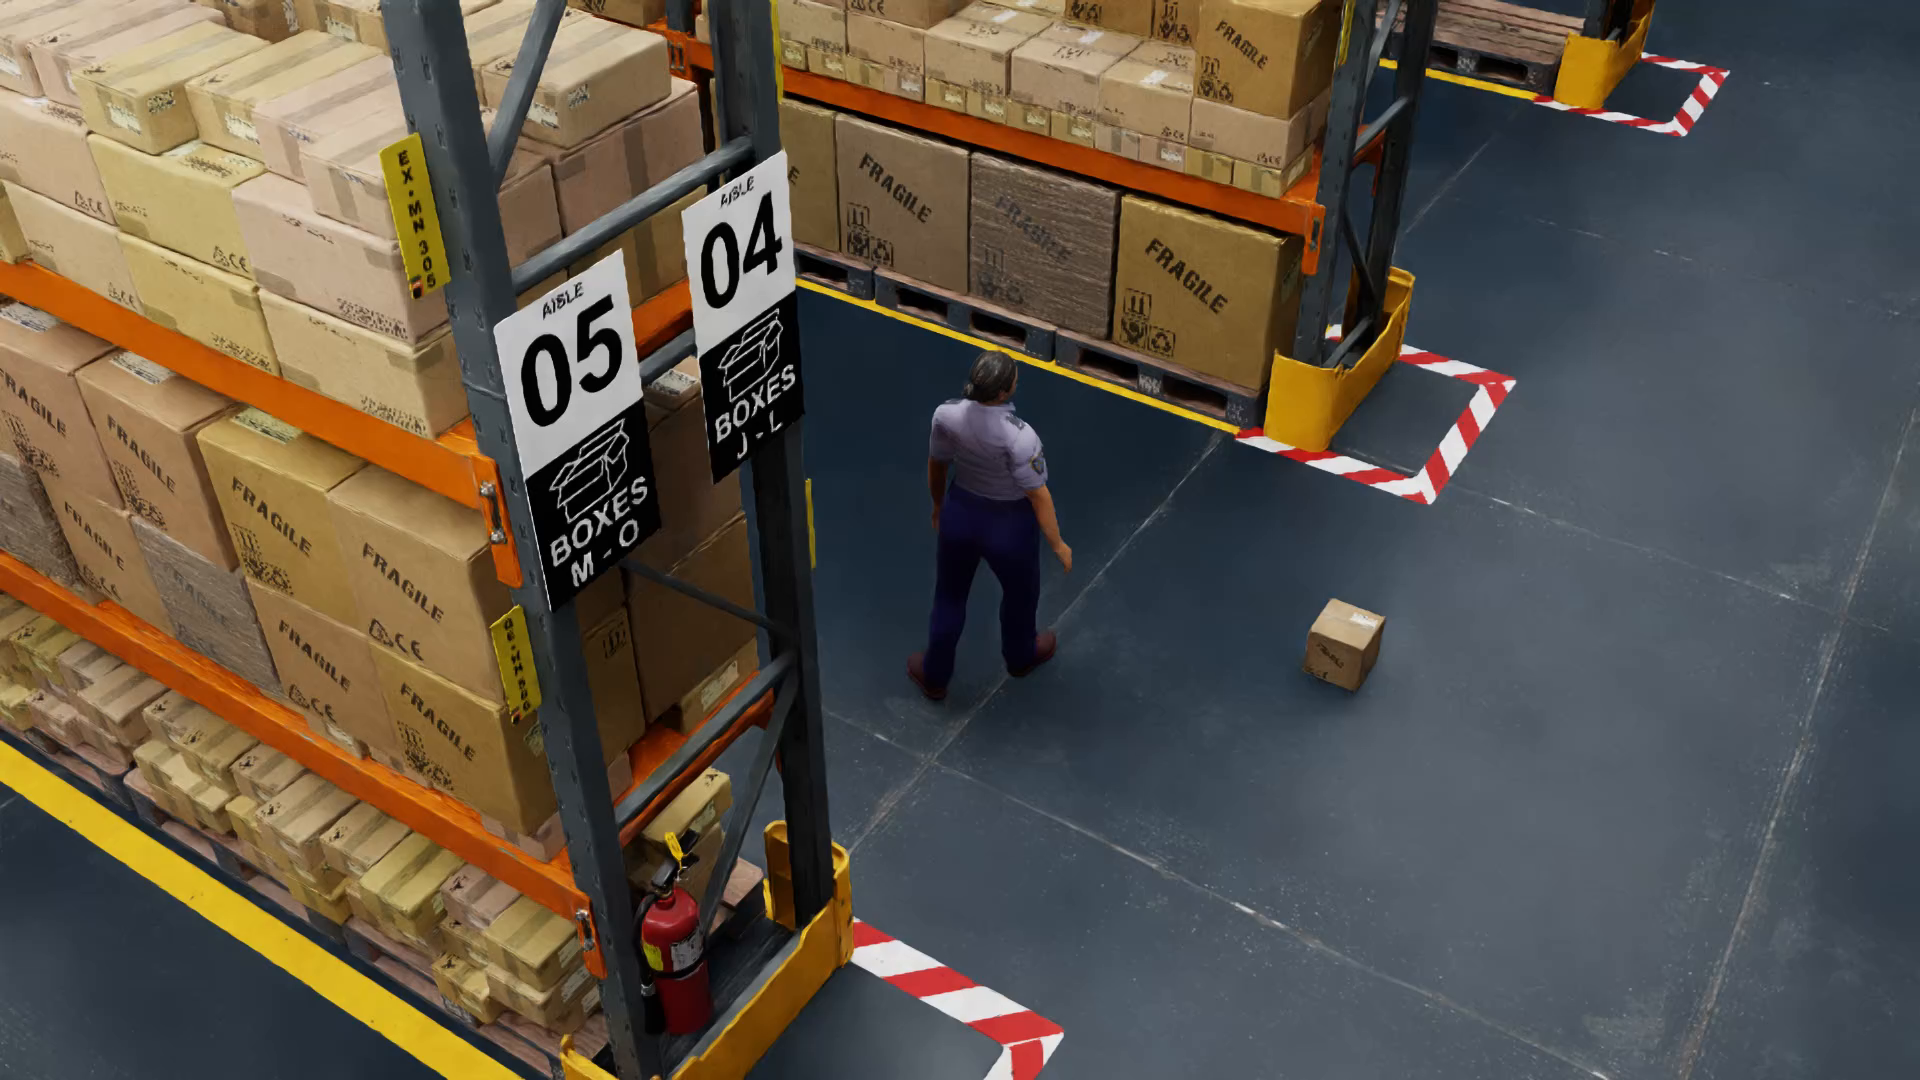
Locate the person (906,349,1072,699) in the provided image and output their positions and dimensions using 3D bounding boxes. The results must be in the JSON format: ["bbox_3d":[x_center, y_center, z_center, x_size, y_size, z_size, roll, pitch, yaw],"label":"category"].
[{"bbox_3d":[0.145,-0.067,6.763,0.700,1.634,0.609,18,42,21],"label":"person"}]
